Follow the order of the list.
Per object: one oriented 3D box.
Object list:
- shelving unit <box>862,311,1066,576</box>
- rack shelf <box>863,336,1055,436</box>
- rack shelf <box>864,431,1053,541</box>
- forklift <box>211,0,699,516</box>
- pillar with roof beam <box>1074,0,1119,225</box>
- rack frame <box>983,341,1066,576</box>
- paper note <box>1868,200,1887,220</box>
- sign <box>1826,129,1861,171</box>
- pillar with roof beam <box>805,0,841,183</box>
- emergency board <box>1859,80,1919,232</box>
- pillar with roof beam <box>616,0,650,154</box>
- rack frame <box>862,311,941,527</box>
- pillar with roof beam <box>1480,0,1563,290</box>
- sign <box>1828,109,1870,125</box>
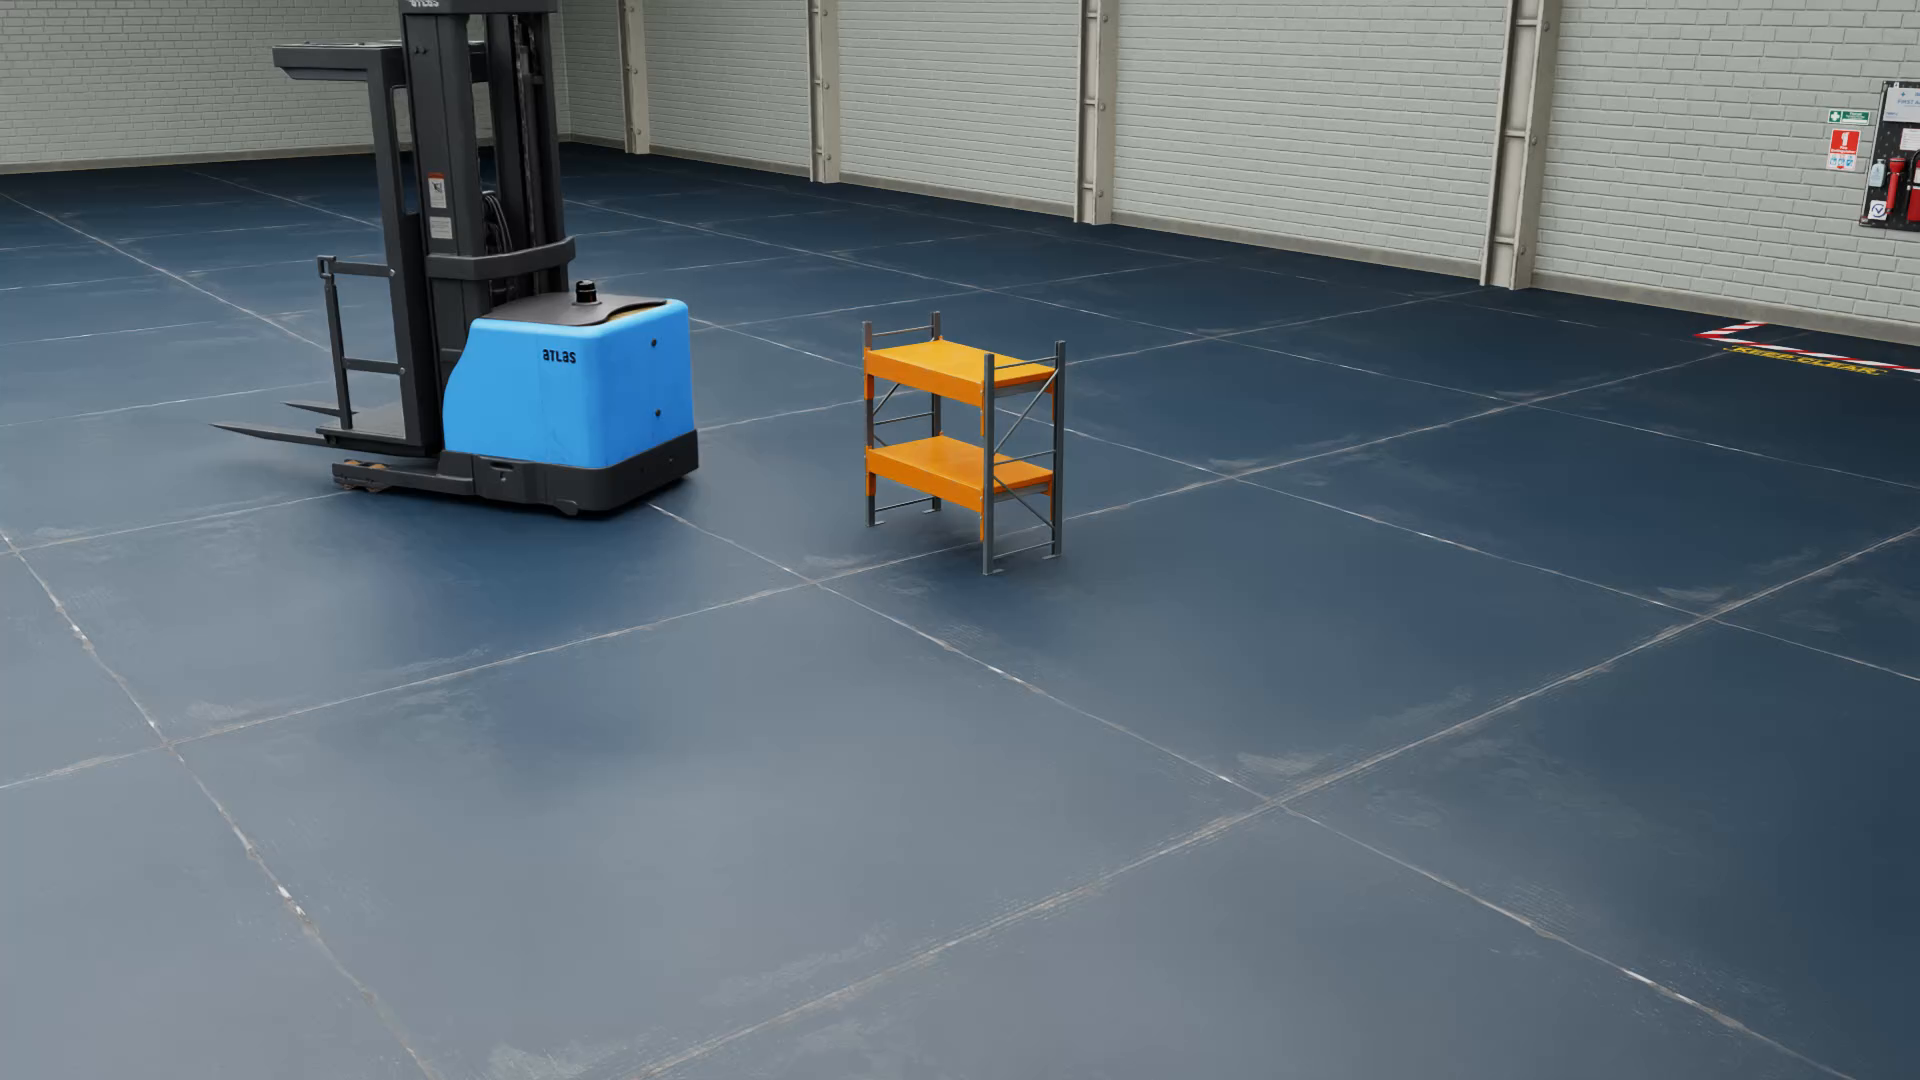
[{"bbox_3d":[0.004,-0.532,8.681,0.538,1.125,1.048,-14,23,-36],"label":"shelving unit"},{"bbox_3d":[0.004,-0.810,8.589,0.538,0.278,1.000,-14,23,-36],"label":"rack shelf"},{"bbox_3d":[0.004,-0.300,8.758,0.538,0.278,1.000,-14,23,-36],"label":"rack shelf"},{"bbox_3d":[-3.127,-1.808,9.661,3.031,2.935,1.130,8,20,22],"label":"forklift"},{"bbox_3d":[-1.699,-7.426,16.974,9.100,9.000,0.400,-14,23,-36],"label":"pillar with roof beam"},{"bbox_3d":[0.320,-0.407,8.302,0.500,1.125,0.032,-14,23,-36],"label":"rack frame"},{"bbox_3d":[7.566,-2.717,13.697,0.016,0.148,0.142,-14,23,-36],"label":"paper note"},{"bbox_3d":[7.359,-3.251,13.853,0.001,0.329,0.234,-14,23,-36],"label":"sign"},{"bbox_3d":[-5.424,-8.905,21.439,9.100,9.000,0.400,-14,23,-36],"label":"pillar with roof beam"},{"bbox_3d":[7.622,-3.078,13.386,0.194,1.169,0.643,-14,23,-36],"label":"emergency board"},{"bbox_3d":[-9.150,-10.383,25.904,9.100,9.000,0.400,-14,23,-36],"label":"pillar with roof beam"},{"bbox_3d":[-0.311,-0.658,9.059,0.500,1.125,0.032,-14,23,-36],"label":"rack frame"},{"bbox_3d":[2.026,-5.948,12.509,9.100,9.000,0.400,-14,23,-36],"label":"pillar with roof beam"},{"bbox_3d":[7.355,-3.500,13.761,0.001,0.109,0.331,-14,23,-36],"label":"sign"}]
